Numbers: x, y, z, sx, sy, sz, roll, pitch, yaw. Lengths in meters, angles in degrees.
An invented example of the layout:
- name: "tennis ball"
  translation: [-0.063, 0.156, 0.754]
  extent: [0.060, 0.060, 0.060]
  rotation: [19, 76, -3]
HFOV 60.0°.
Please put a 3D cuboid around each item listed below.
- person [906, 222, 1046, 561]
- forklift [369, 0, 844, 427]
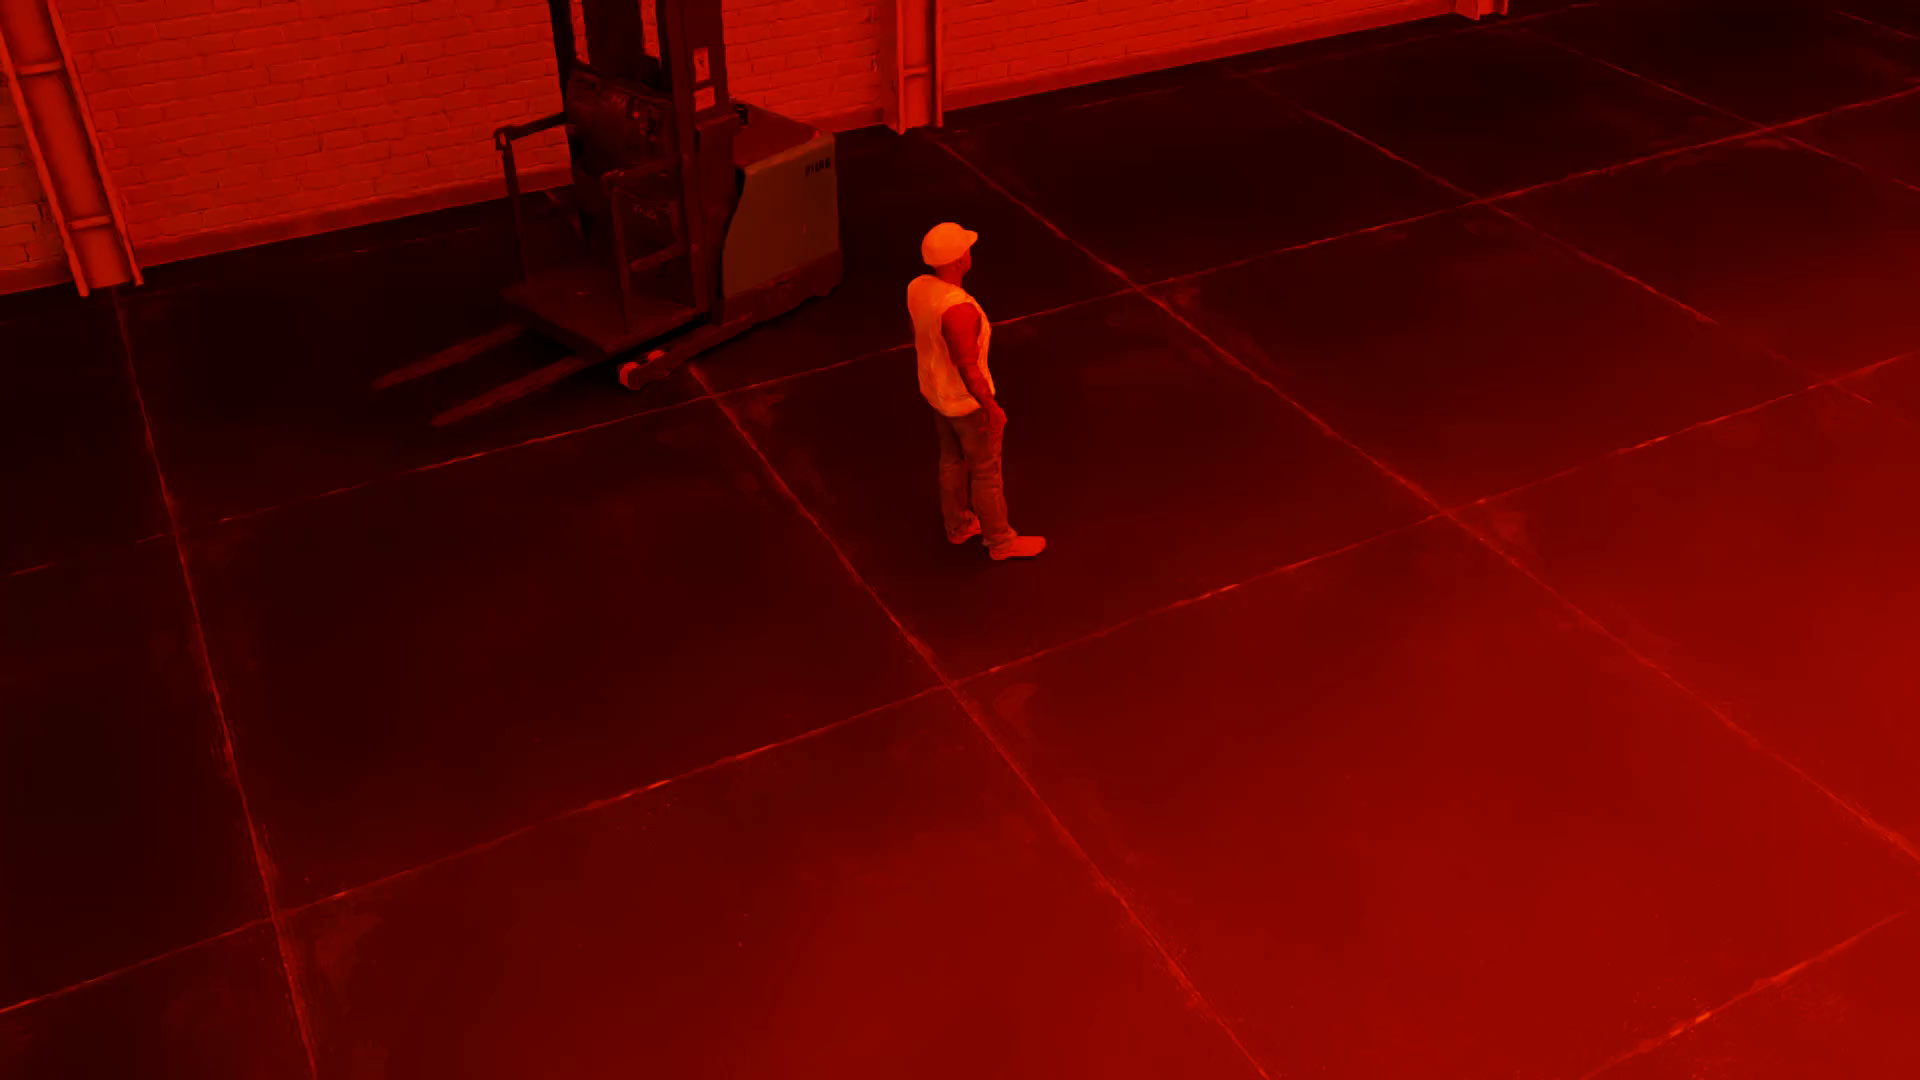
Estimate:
- name: "person"
  translation: [0.064, -0.743, 8.171]
  extent: [0.576, 1.766, 0.665]
  rotation: [-17, 39, -23]
- name: "forklift"
  translation: [-2.127, -2.421, 9.548]
  extent: [1.130, 2.935, 3.031]
  rotation: [27, 44, 33]
